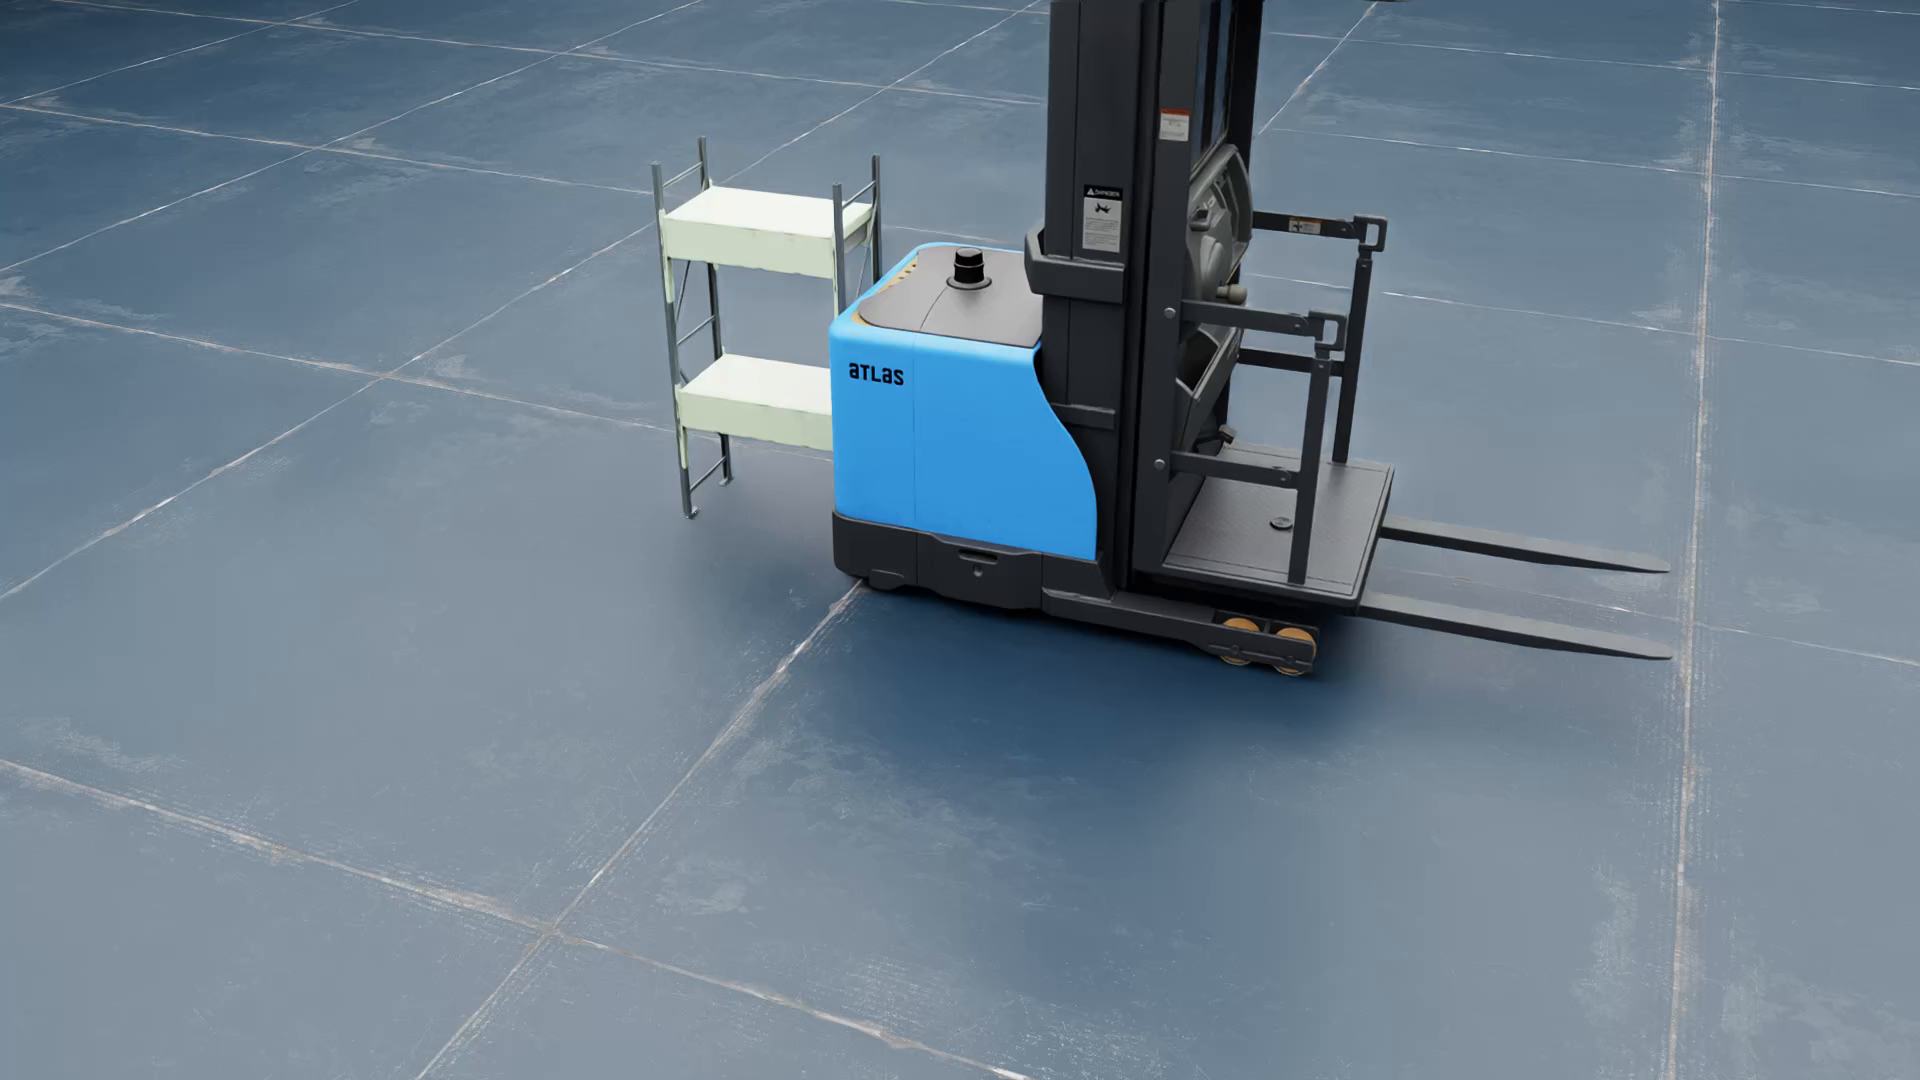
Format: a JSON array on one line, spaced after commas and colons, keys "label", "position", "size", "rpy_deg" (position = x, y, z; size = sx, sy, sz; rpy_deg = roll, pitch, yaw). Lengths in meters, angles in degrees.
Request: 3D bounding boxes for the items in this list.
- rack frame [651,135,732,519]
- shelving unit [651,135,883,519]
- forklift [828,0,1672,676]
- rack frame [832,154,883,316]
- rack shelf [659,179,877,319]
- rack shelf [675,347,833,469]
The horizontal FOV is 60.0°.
[{"label": "rack frame", "position": [-1.069, -0.834, 6.702], "size": [0.023, 1.500, 0.400], "rpy_deg": [10, 31, 17]}, {"label": "shelving unit", "position": [-0.725, -0.773, 6.594], "size": [0.755, 1.500, 0.431], "rpy_deg": [10, 31, 17]}, {"label": "forklift", "position": [1.084, -1.091, 5.701], "size": [3.031, 2.935, 1.130], "rpy_deg": [10, 31, 17]}, {"label": "rack frame", "position": [-0.380, -0.712, 6.486], "size": [0.023, 1.500, 0.400], "rpy_deg": [10, 31, 17]}, {"label": "rack shelf", "position": [-0.725, -1.113, 6.402], "size": [0.720, 0.370, 0.431], "rpy_deg": [10, 31, 17]}, {"label": "rack shelf", "position": [-0.725, -0.490, 6.754], "size": [0.720, 0.370, 0.431], "rpy_deg": [10, 31, 17]}]
